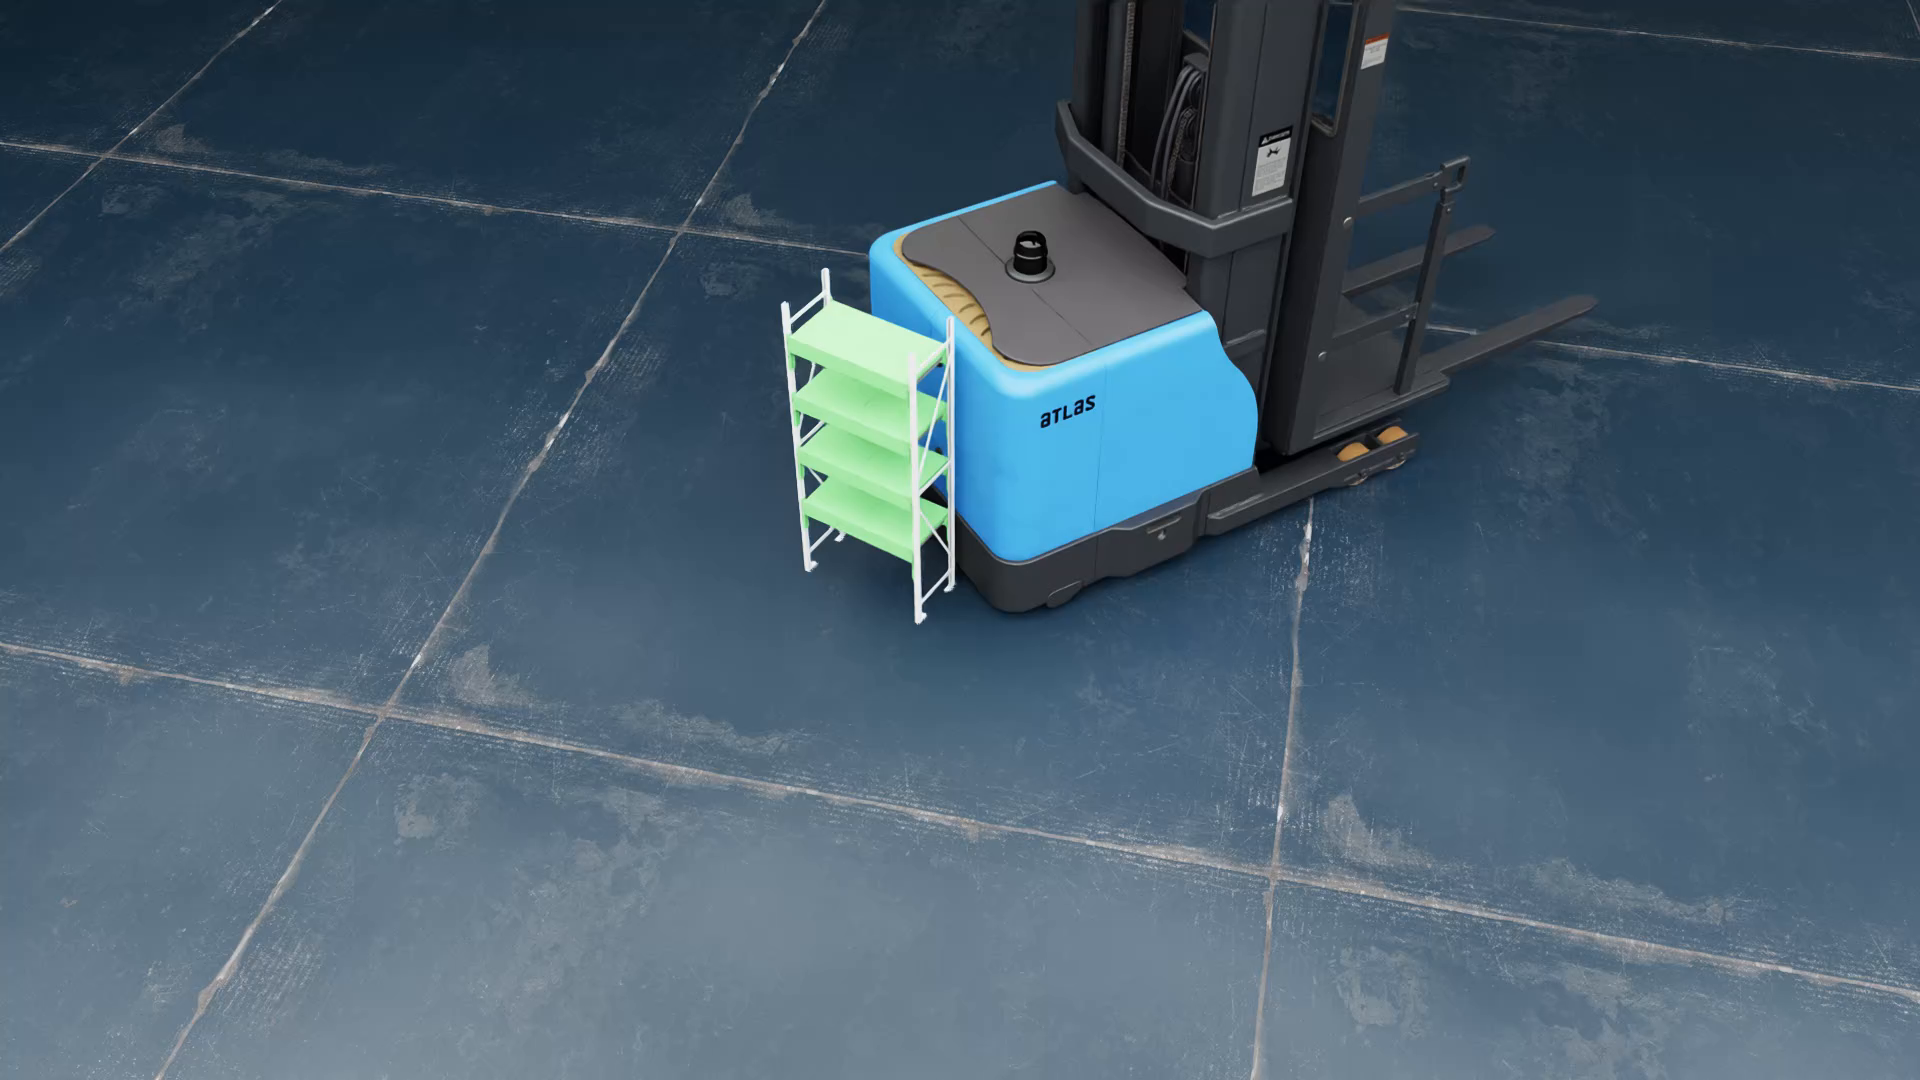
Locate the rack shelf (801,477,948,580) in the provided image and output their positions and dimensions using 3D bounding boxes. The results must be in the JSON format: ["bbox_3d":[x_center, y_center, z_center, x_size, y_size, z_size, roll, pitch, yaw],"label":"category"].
[{"bbox_3d":[-0.294,-0.076,5.902,0.480,0.148,0.258,24,49,23],"label":"rack shelf"}]

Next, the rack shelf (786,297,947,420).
[{"bbox_3d":[-0.294,-0.595,5.402,0.480,0.148,0.258,24,49,23],"label":"rack shelf"}]

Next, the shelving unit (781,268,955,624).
[{"bbox_3d":[-0.294,-0.295,5.691,0.503,1.200,0.258,24,49,23],"label":"shelving unit"}]

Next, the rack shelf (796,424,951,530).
[{"bbox_3d":[-0.294,-0.249,5.735,0.480,0.148,0.258,24,49,23],"label":"rack shelf"}]

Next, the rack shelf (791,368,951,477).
[{"bbox_3d":[-0.294,-0.422,5.569,0.480,0.148,0.258,24,49,23],"label":"rack shelf"}]

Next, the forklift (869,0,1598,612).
[{"bbox_3d":[1.200,-1.563,5.761,3.031,2.935,1.130,-22,48,-21],"label":"forklift"}]

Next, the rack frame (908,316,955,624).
[{"bbox_3d":[-0.089,-0.204,5.596,0.015,1.200,0.240,24,49,23],"label":"rack frame"}]

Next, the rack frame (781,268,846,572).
[{"bbox_3d":[-0.500,-0.386,5.786,0.015,1.200,0.240,24,49,23],"label":"rack frame"}]
